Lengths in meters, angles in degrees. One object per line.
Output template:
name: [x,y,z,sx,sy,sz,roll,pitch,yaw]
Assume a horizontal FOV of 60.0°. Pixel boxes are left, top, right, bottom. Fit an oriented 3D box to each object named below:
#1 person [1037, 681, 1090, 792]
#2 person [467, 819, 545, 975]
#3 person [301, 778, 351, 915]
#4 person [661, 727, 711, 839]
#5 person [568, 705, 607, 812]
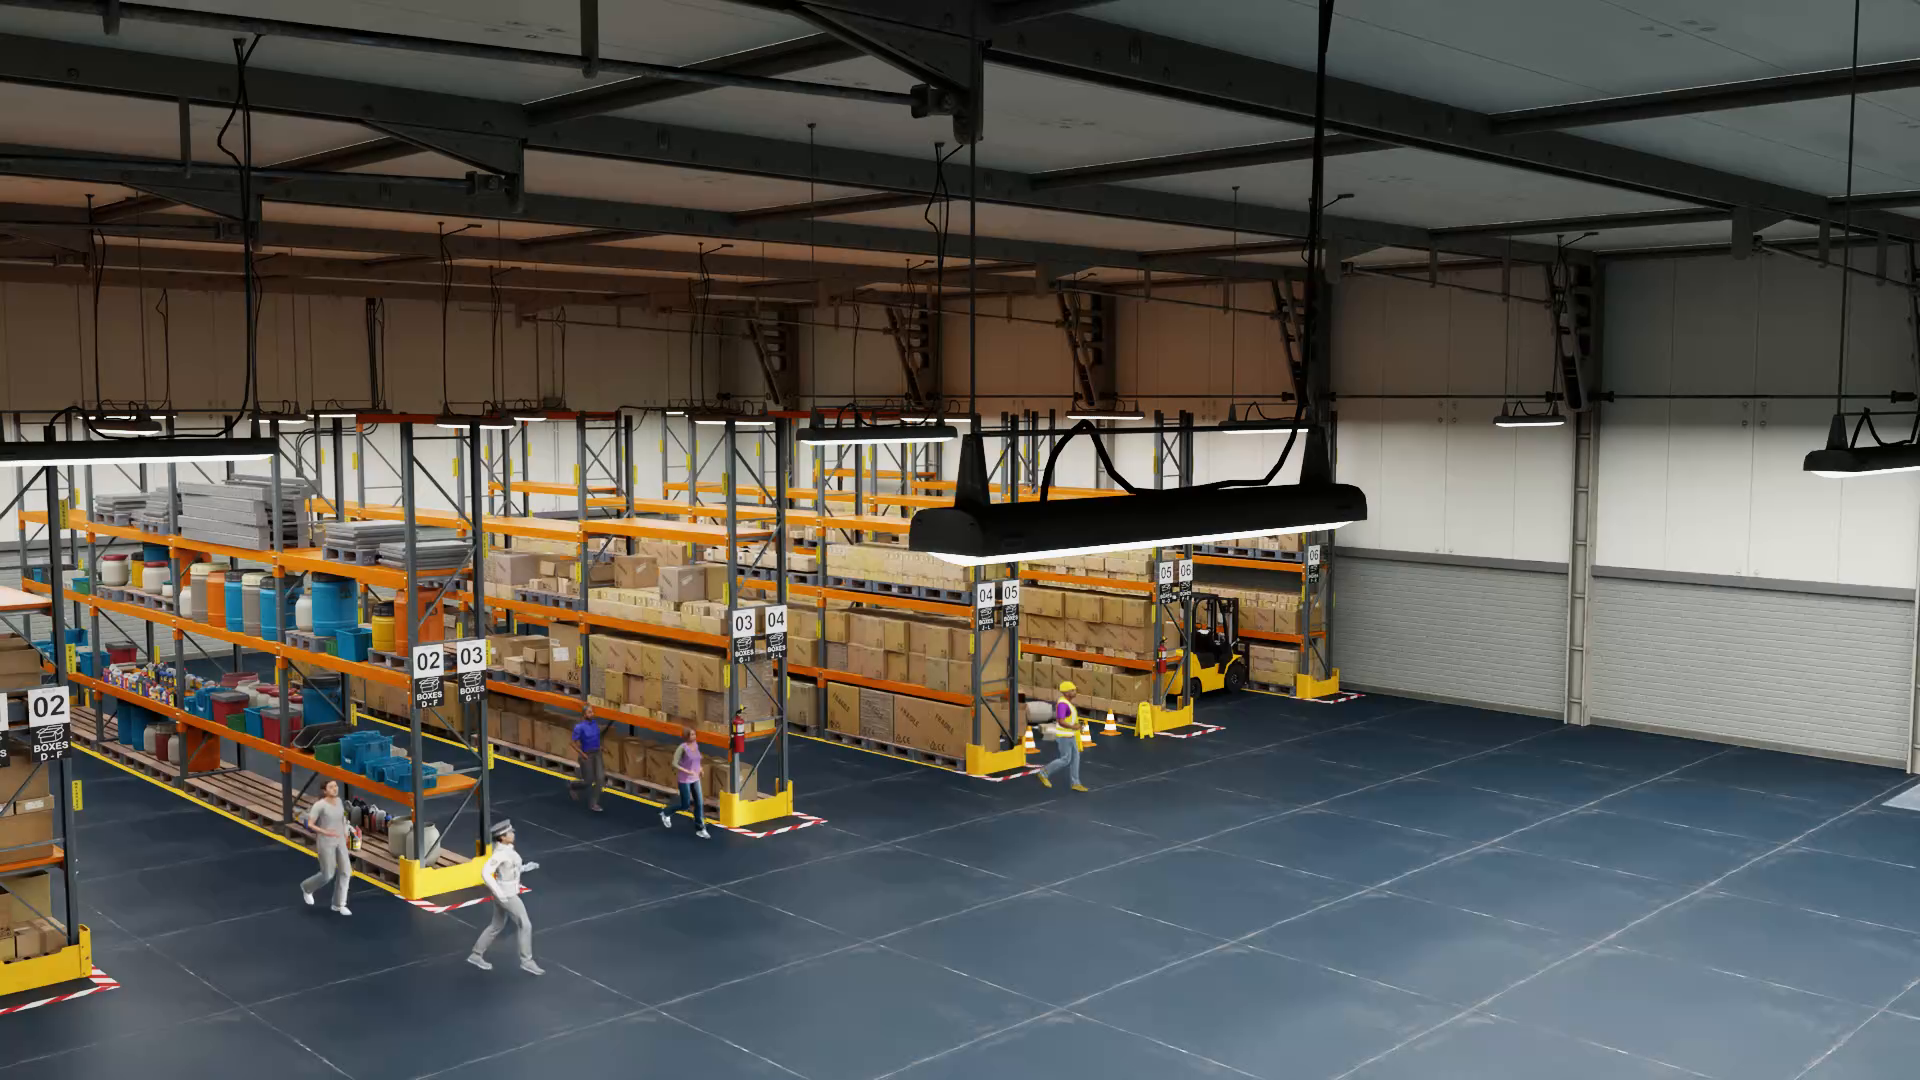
person: [1.665,3.142,26.641,0.838,1.775,0.721,1,5,10]
person: [-4.965,3.902,18.118,0.817,1.737,0.589,-2,5,-18]
person: [-7.770,3.750,20.442,0.736,1.677,0.576,3,6,30]
person: [-3.925,3.472,23.893,0.814,1.604,0.590,3,6,32]
person: [-5.698,3.321,25.457,0.647,1.615,0.588,4,6,36]
